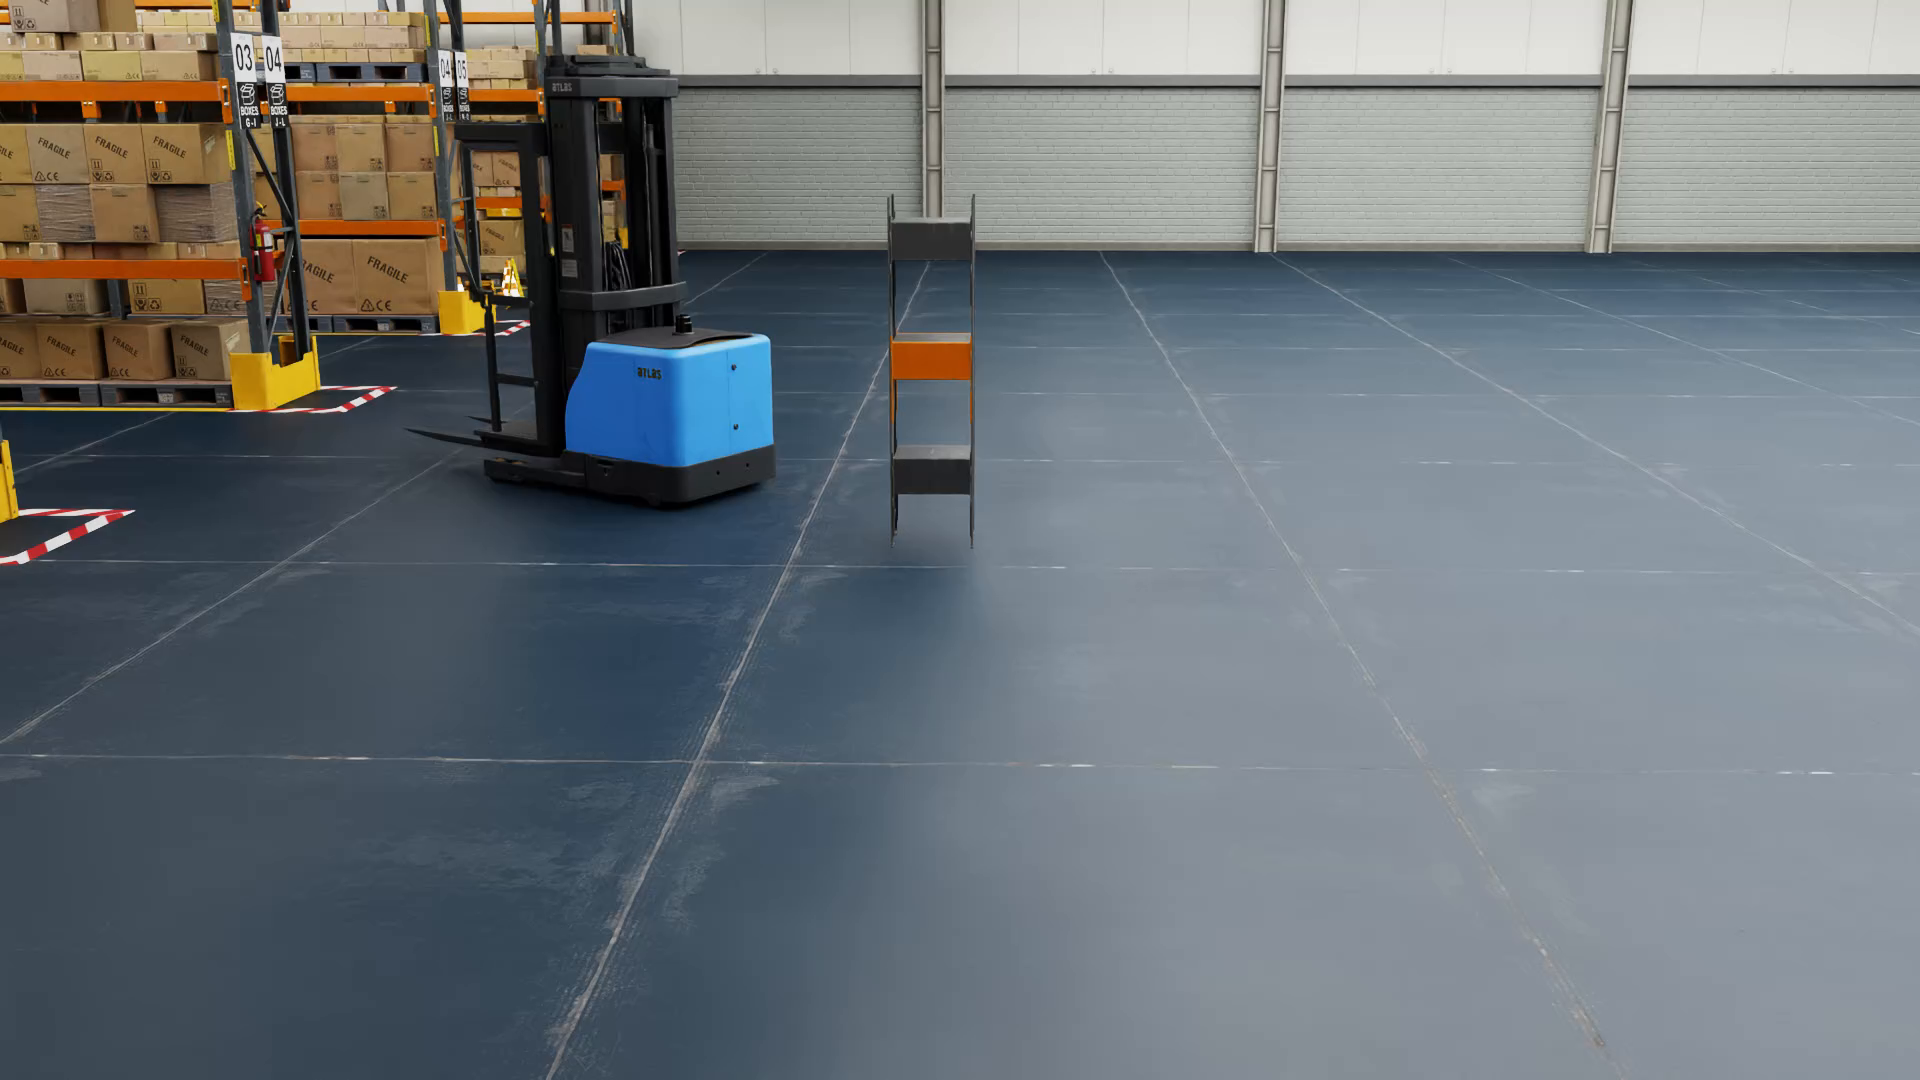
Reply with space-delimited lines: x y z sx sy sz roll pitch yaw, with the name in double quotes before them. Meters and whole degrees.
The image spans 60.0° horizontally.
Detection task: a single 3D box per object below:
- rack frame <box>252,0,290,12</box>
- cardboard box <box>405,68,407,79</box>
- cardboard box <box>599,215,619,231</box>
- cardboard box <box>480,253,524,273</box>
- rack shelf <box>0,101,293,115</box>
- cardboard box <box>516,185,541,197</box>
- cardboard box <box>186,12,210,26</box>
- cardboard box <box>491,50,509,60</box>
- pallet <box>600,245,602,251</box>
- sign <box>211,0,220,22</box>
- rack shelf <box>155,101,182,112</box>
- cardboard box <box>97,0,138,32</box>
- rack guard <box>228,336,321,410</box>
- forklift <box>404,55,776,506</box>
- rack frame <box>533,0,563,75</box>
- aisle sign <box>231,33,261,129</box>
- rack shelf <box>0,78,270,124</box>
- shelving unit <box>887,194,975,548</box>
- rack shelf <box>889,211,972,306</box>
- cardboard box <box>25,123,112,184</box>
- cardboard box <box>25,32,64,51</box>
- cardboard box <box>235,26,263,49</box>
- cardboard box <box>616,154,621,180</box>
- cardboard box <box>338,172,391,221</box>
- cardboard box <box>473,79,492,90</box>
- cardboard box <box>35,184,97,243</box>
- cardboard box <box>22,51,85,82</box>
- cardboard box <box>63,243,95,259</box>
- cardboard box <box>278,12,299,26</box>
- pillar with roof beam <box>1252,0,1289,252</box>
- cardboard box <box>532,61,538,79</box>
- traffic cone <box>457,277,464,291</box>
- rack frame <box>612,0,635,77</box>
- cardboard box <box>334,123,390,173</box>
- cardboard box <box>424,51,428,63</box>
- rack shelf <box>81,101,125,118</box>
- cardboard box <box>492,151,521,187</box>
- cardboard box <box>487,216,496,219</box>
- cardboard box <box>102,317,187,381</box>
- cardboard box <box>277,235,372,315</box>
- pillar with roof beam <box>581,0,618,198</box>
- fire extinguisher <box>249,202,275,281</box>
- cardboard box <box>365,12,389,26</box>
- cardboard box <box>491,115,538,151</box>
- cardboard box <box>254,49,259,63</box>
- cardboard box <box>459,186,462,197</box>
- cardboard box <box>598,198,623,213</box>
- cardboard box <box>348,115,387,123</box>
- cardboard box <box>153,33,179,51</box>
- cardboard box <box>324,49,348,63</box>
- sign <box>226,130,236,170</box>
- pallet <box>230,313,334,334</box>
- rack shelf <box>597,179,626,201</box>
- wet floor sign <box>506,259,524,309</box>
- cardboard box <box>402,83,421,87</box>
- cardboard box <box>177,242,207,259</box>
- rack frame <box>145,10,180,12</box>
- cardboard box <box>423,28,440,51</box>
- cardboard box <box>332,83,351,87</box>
"rack frame" -9.915 -8.200 23.782 0.127 3.000 1.000 0 15 1
"cardboard box" -7.961 -6.738 23.831 0.500 0.250 0.500 1 15 2
"cardboard box" -6.288 -5.578 29.189 0.500 0.250 0.500 0 15 1
"cardboard box" -6.755 -4.084 24.506 0.500 0.250 0.500 0 15 1
"rack shelf" -11.914 -6.415 24.305 4.000 0.370 1.077 0 15 1
"cardboard box" -6.295 -5.100 24.283 0.250 0.149 0.380 1 15 3
"cardboard box" -8.566 -5.907 18.880 0.250 0.149 0.380 1 15 2
"cardboard box" -6.519 -6.926 23.762 0.250 0.149 0.380 1 15 2
"pallet" -6.559 -5.185 29.580 1.213 0.211 1.003 0 15 1
"sign" -6.203 -4.483 13.837 0.005 0.325 0.100 0 15 1
"rack shelf" -15.790 -7.707 29.202 4.000 0.370 1.077 0 15 1
"cardboard box" -7.646 -4.709 14.670 0.500 0.500 0.500 0 15 1
"rack guard" -6.245 -1.538 15.190 0.348 0.500 1.175 0 15 1
"forklift" -2.806 -1.910 11.832 3.031 2.935 1.130 10 18 33
"rack frame" -5.916 -8.174 23.683 0.127 3.000 1.000 0 15 1
"aisle sign" -6.115 -3.926 14.246 0.004 0.787 0.394 0 15 1
"rack shelf" -8.168 -3.862 14.628 4.000 0.370 1.077 0 15 1
"shelving unit" -0.165 -1.016 10.076 0.503 2.100 0.431 0 15 1
"rack shelf" -0.165 -1.680 9.901 0.480 0.518 0.431 0 15 1
"cardboard box" -7.725 -3.368 14.487 0.500 0.500 0.500 0 15 1
"cardboard box" -7.755 -4.249 14.199 0.250 0.149 0.380 0 15 -1
"cardboard box" -7.944 -5.726 18.974 0.500 0.250 0.500 1 15 2
"cardboard box" -6.281 -6.662 29.514 0.500 0.500 0.500 1 15 3
"cardboard box" -6.864 -4.072 19.600 0.550 0.550 0.875 0 15 1
"cardboard box" -6.794 -6.537 23.850 0.250 0.149 0.380 1 15 3
"cardboard box" -7.720 -2.936 14.809 0.500 0.500 0.875 0 15 1
"cardboard box" -7.669 -4.070 14.302 0.500 0.250 0.500 1 15 3
"cardboard box" -7.709 -2.578 14.724 0.250 0.149 0.380 0 15 1
"cardboard box" -7.558 -5.900 18.854 0.250 0.149 0.380 0 15 1
"pillar with roof beam" 5.420 -8.498 24.912 0.400 9.000 9.100 0 15 1
"cardboard box" -6.412 -6.866 24.317 0.500 0.250 0.500 0 15 0
"traffic cone" -6.436 -3.149 21.370 0.334 0.463 0.336 0 15 1
"rack frame" -5.793 -9.440 28.481 0.127 3.000 1.000 0 15 1
"cardboard box" -6.864 -4.597 19.475 0.550 0.550 0.875 0 15 1
"cardboard box" -6.276 -5.675 19.562 0.250 0.149 0.380 0 15 2
"rack shelf" -11.939 -5.152 19.518 4.000 0.370 1.077 0 15 1
"cardboard box" -6.466 -5.399 24.144 0.500 0.500 0.500 0 15 0
"cardboard box" -7.262 -4.588 24.946 0.500 0.500 0.500 0 15 -1
"cardboard box" -7.391 -1.744 15.148 0.500 0.500 0.500 4 15 16
"cardboard box" -7.501 -3.179 19.851 0.875 0.875 0.875 0 15 1
"pillar with roof beam" -6.576 -8.577 25.208 0.400 9.000 9.100 0 15 1
"fire extinguisher" -6.066 -2.591 14.431 0.183 0.674 0.296 0 15 1
"cardboard box" -6.536 -5.894 18.830 0.250 0.149 0.380 0 15 2
"cardboard box" -6.432 -5.897 24.071 0.500 0.500 0.700 0 15 0
"cardboard box" -8.064 -5.518 18.968 0.250 0.149 0.380 1 15 2
"cardboard box" -7.318 -5.112 24.328 0.250 0.149 0.380 1 15 2
"cardboard box" -6.269 -5.948 29.611 0.500 0.250 0.500 0 15 1
"cardboard box" -8.469 -5.898 24.076 0.500 0.500 0.700 0 15 0
"cardboard box" -6.712 -4.271 14.280 0.250 0.149 0.380 0 15 0
"cardboard box" -7.044 -5.512 18.944 0.250 0.149 0.380 1 15 2
"sign" -6.203 -3.317 14.145 0.005 0.325 0.100 0 15 1
"pallet" -7.959 -2.656 19.994 1.213 0.211 1.003 0 15 1
"rack shelf" -7.792 -6.205 29.387 4.000 0.370 1.077 0 15 1
"wet floor sign" -5.862 -3.377 21.874 0.232 0.644 0.267 -2 15 -8
"cardboard box" -7.816 -6.532 23.831 0.250 0.149 0.380 0 15 1
"cardboard box" -6.709 -2.576 14.715 0.250 0.149 0.380 0 15 1
"rack frame" -13.790 -9.492 28.678 0.127 3.000 1.000 0 15 1
"cardboard box" -6.417 -5.852 19.453 0.500 0.250 0.500 0 15 1
"cardboard box" -8.849 -6.563 23.947 0.250 0.149 0.380 1 15 3
